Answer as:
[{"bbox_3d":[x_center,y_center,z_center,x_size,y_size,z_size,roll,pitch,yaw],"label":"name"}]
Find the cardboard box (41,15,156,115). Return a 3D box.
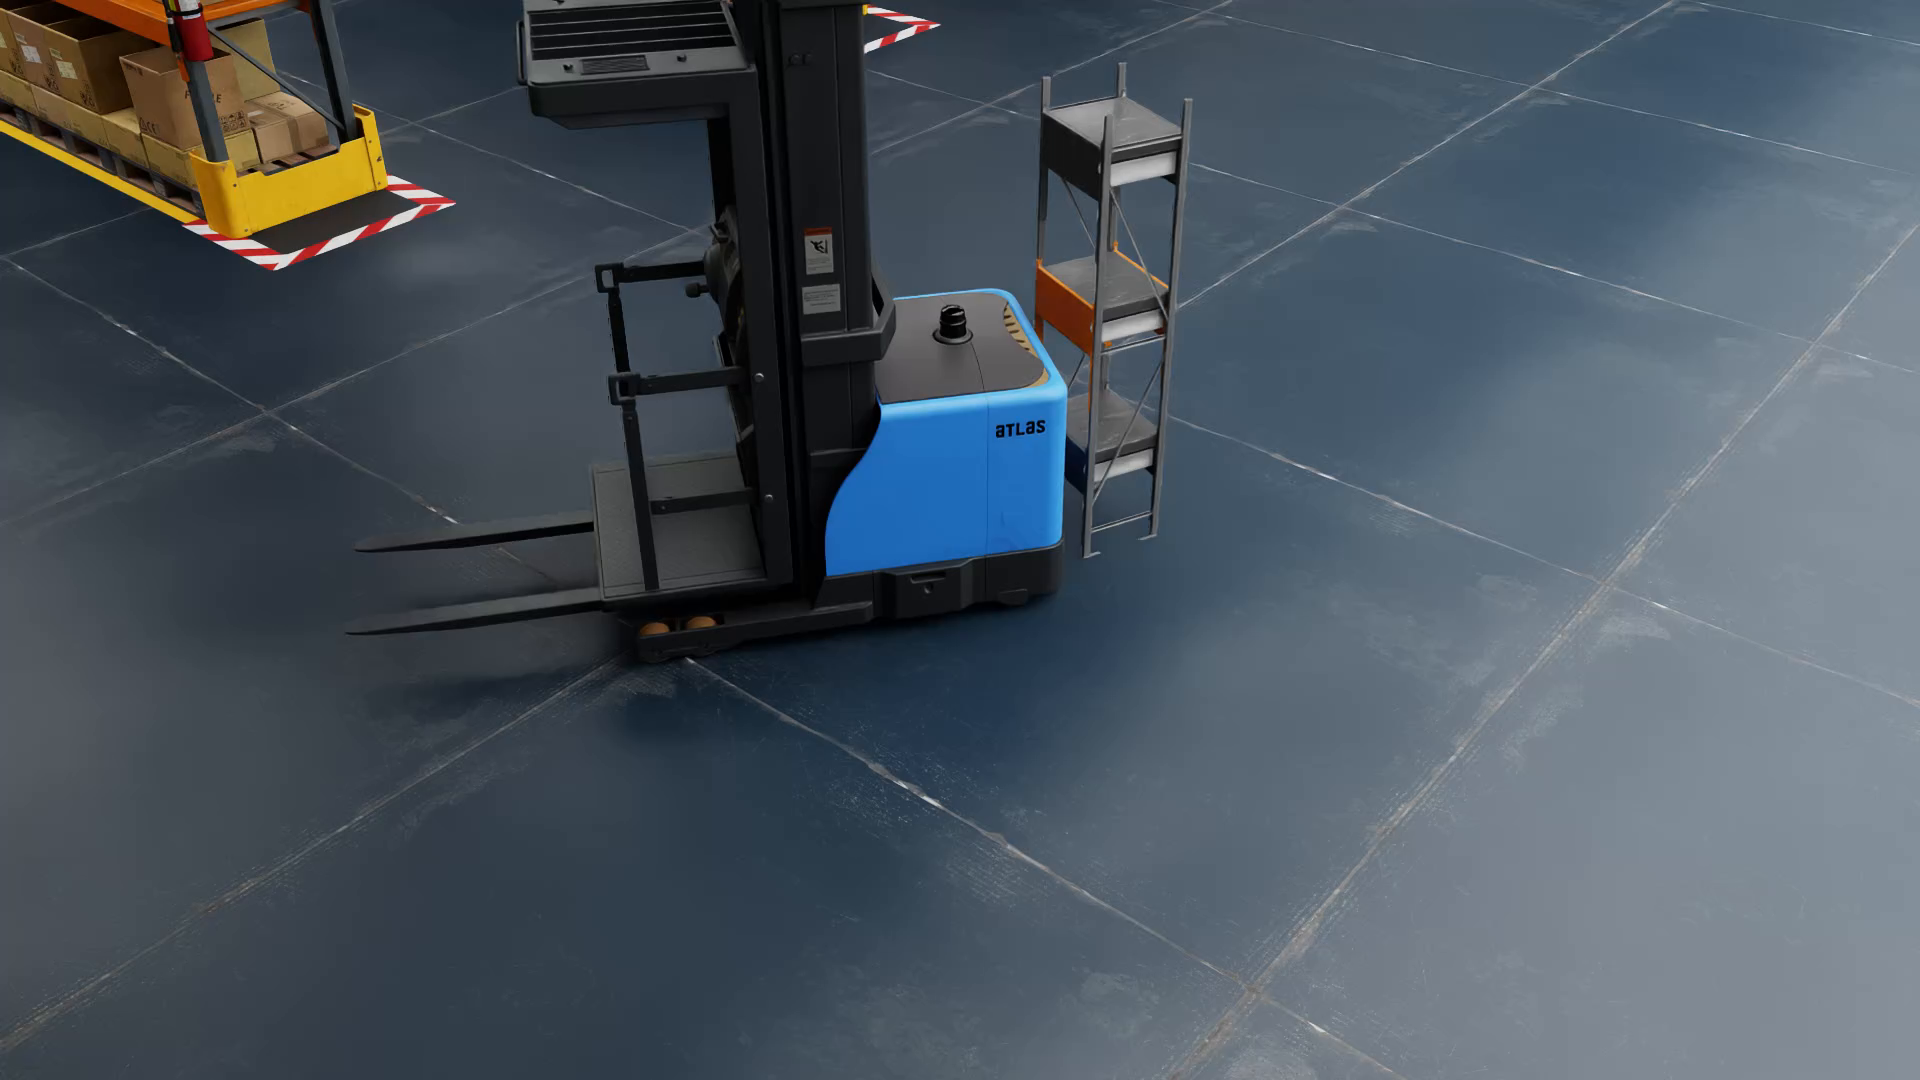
[{"bbox_3d":[-5.743,-3.221,11.187,0.500,0.500,0.500,25,42,32],"label":"cardboard box"}]

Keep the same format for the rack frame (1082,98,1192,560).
[{"bbox_3d":[0.740,-0.830,7.104,0.400,2.100,0.015,-16,38,-22],"label":"rack frame"}]

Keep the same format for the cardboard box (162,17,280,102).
[{"bbox_3d":[-5.018,-3.272,11.260,0.500,0.500,0.500,25,42,32],"label":"cardboard box"}]

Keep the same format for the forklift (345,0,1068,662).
[{"bbox_3d":[-1.118,-1.022,6.650,3.031,2.935,1.130,-8,35,-11],"label":"forklift"}]

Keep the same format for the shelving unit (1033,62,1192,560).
[{"bbox_3d":[0.627,-0.952,7.282,0.431,2.100,0.503,-16,38,-22],"label":"shelving unit"}]

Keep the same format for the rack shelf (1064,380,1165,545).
[{"bbox_3d":[0.627,-0.364,7.686,0.431,0.518,0.480,-16,38,-22],"label":"rack shelf"}]

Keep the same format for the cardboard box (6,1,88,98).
[{"bbox_3d":[-6.126,-3.403,11.451,0.500,0.500,0.500,25,42,32],"label":"cardboard box"}]

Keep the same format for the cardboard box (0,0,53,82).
[{"bbox_3d":[-6.512,-3.583,11.714,0.500,0.500,0.500,25,42,32],"label":"cardboard box"}]

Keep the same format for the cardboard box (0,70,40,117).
[{"bbox_3d":[-6.512,-3.274,11.926,0.500,0.250,0.500,25,42,32],"label":"cardboard box"}]

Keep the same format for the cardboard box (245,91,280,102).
[{"bbox_3d":[-5.019,-2.962,11.472,0.500,0.250,0.500,25,42,32],"label":"cardboard box"}]

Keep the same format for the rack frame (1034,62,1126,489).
[{"bbox_3d":[0.514,-1.075,7.460,0.400,2.100,0.015,-16,38,-22],"label":"rack frame"}]

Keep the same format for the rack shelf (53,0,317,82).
[{"bbox_3d":[-5.899,-3.880,11.386,4.000,0.370,1.077,25,42,32],"label":"rack shelf"}]

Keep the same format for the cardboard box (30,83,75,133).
[{"bbox_3d":[-6.124,-3.096,11.666,0.500,0.250,0.500,25,42,32],"label":"cardboard box"}]

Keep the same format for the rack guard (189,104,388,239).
[{"bbox_3d":[-4.344,-2.413,10.822,0.348,0.500,1.175,25,42,32],"label":"rack guard"}]

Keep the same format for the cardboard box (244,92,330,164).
[{"bbox_3d":[-4.632,-2.783,11.210,0.500,0.250,0.500,25,42,32],"label":"cardboard box"}]

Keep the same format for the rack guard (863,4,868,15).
[{"bbox_3d":[-1.279,-4.582,13.981,0.348,0.500,1.175,25,42,32],"label":"rack guard"}]

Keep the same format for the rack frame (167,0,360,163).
[{"bbox_3d":[-4.362,-3.452,10.127,0.127,3.000,1.000,25,42,32],"label":"rack frame"}]

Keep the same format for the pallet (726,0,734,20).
[{"bbox_3d":[-1.900,-4.760,14.495,1.213,0.211,1.003,25,42,32],"label":"pallet"}]

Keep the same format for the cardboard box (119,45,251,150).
[{"bbox_3d":[-4.965,-2.866,10.669,0.500,0.500,0.500,25,42,32],"label":"cardboard box"}]

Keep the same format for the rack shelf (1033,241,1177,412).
[{"bbox_3d":[0.627,-0.941,7.289,0.431,0.518,0.480,-16,38,-22],"label":"rack shelf"}]

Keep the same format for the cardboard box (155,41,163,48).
[{"bbox_3d":[-5.410,-3.448,11.516,0.500,0.500,0.500,25,42,32],"label":"cardboard box"}]

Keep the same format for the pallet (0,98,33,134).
[{"bbox_3d":[-6.852,-3.445,12.580,1.213,0.211,1.003,25,42,32],"label":"pallet"}]

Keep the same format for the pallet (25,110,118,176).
[{"bbox_3d":[-5.910,-3.003,11.937,1.213,0.211,1.003,25,42,32],"label":"pallet"}]

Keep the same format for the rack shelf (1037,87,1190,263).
[{"bbox_3d":[0.627,-1.518,6.893,0.431,0.518,0.480,-16,38,-22],"label":"rack shelf"}]

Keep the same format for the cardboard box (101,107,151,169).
[{"bbox_3d":[-5.356,-2.733,11.138,0.500,0.250,0.500,25,42,32],"label":"cardboard box"}]

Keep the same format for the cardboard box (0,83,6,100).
[{"bbox_3d":[-6.893,-3.457,12.193,0.500,0.250,0.500,25,42,32],"label":"cardboard box"}]

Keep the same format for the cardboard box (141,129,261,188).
[{"bbox_3d":[-4.964,-2.557,10.882,0.500,0.250,0.500,25,42,32],"label":"cardboard box"}]

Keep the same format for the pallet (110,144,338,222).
[{"bbox_3d":[-4.977,-2.561,11.293,1.213,0.211,1.003,25,42,32],"label":"pallet"}]

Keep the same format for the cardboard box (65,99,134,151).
[{"bbox_3d":[-5.741,-2.914,11.401,0.500,0.250,0.500,25,42,32],"label":"cardboard box"}]

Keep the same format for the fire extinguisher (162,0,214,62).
[{"bbox_3d":[-4.569,-3.175,9.792,0.183,0.674,0.296,25,42,32],"label":"fire extinguisher"}]

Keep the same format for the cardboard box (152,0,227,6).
[{"bbox_3d":[-4.713,-3.668,10.353,0.500,0.500,0.700,25,42,32],"label":"cardboard box"}]
